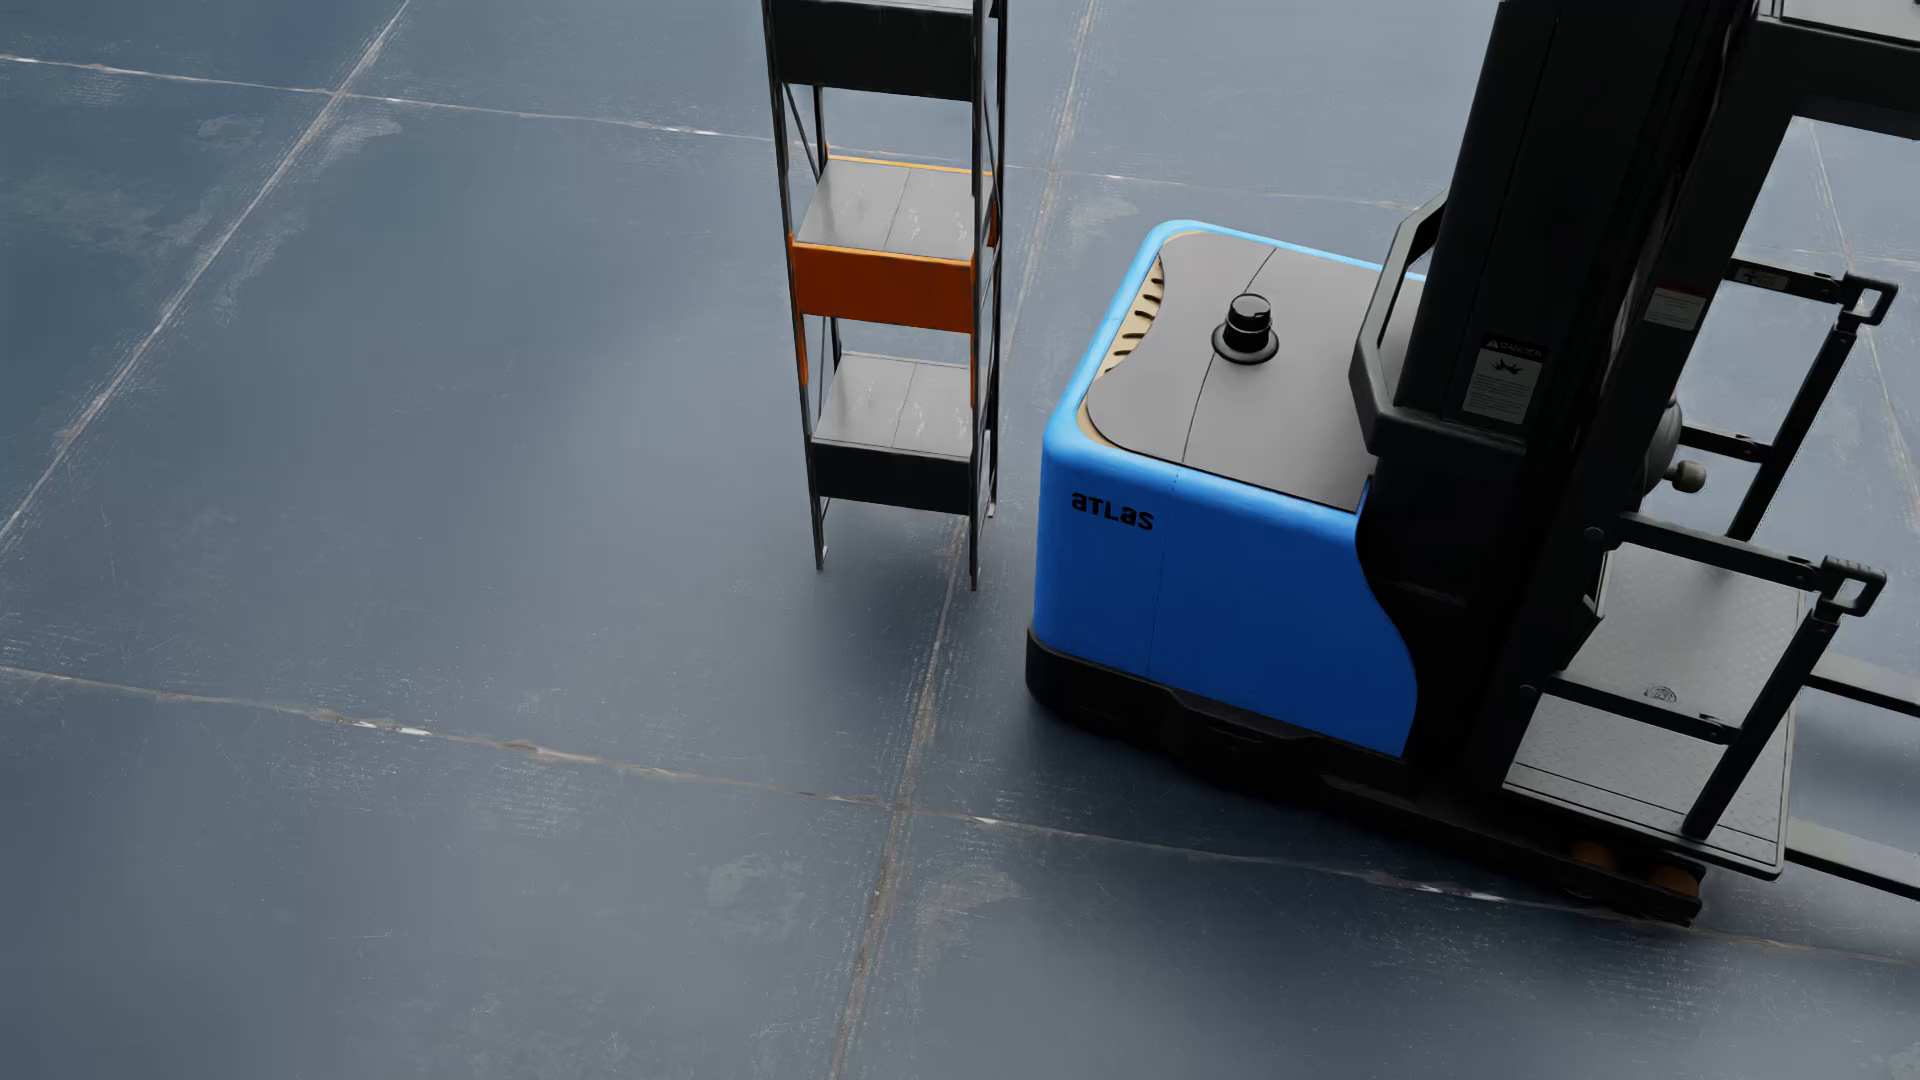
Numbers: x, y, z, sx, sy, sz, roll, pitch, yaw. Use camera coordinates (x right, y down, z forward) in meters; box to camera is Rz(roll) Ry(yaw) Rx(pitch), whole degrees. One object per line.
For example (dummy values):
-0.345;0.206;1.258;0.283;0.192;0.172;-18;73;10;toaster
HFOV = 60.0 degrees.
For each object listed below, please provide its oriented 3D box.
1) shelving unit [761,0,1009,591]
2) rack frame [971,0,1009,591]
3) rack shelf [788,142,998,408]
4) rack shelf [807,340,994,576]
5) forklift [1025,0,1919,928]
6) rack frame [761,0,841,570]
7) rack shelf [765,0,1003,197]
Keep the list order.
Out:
-0.163;-0.724;4.489;0.503;2.100;0.431;8;49;7;shelving unit
0.077;-0.691;4.460;0.015;2.100;0.400;8;49;7;rack frame
-0.163;-0.715;4.499;0.480;0.518;0.431;8;49;7;rack shelf
-0.163;-0.247;5.019;0.480;0.518;0.431;8;49;7;rack shelf
1.757;-0.431;3.667;3.031;2.935;1.130;17;50;14;forklift
-0.403;-0.756;4.518;0.015;2.100;0.400;8;49;7;rack frame
-0.163;-1.182;3.978;0.480;0.518;0.431;8;49;7;rack shelf
